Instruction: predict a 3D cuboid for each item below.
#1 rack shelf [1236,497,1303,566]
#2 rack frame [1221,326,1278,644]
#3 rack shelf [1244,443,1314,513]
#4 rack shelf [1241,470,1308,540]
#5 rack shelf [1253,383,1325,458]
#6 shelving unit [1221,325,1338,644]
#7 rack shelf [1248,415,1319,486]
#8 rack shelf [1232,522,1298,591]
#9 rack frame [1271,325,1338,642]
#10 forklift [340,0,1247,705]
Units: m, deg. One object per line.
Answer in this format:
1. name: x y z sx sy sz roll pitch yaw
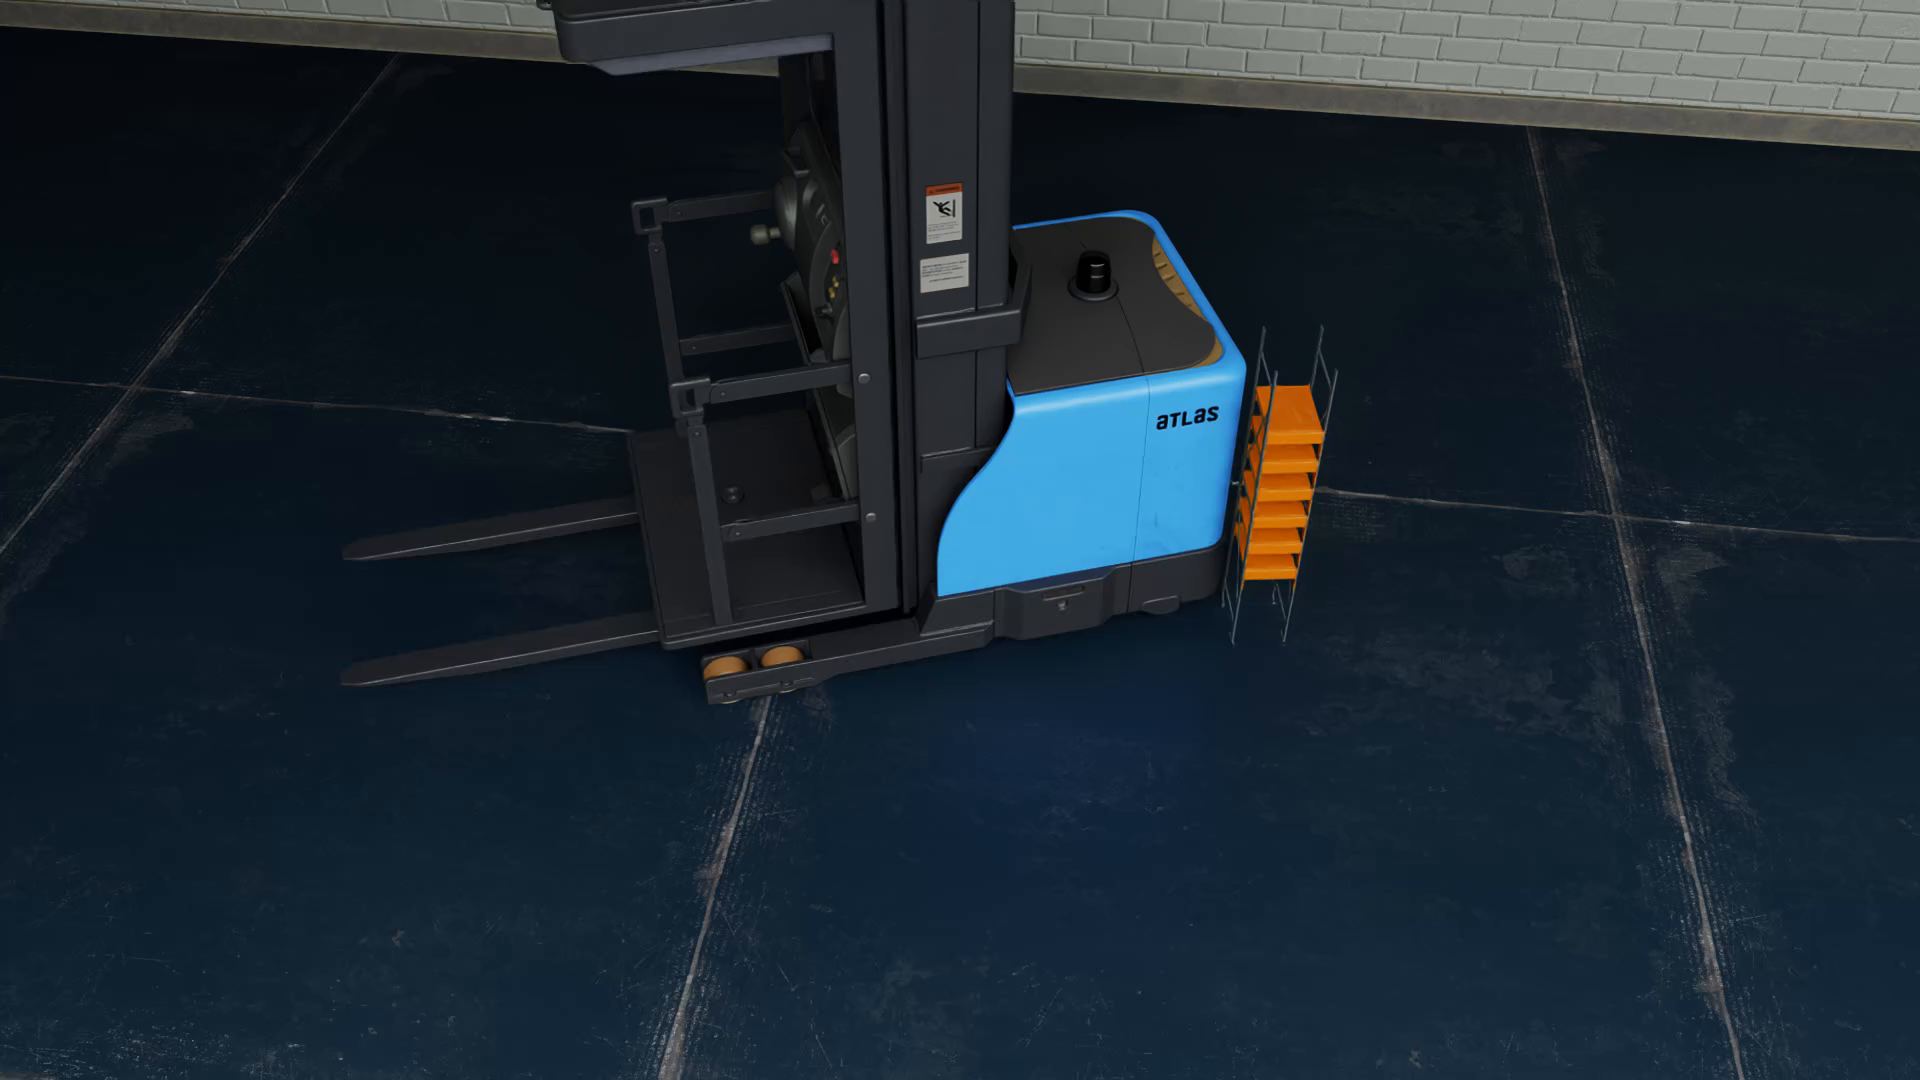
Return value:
1. rack shelf: 1.047 -0.036 5.654 0.180 0.103 0.258 -1 43 -2
2. rack frame: 0.956 -0.153 5.539 0.006 1.200 0.240 -1 43 -2
3. rack shelf: 1.047 -0.210 5.489 0.180 0.103 0.258 -1 43 -2
4. rack shelf: 1.047 -0.123 5.572 0.180 0.103 0.258 -1 43 -2
5. rack shelf: 1.048 -0.384 5.324 0.180 0.103 0.258 -1 43 -2
6. shelving unit: 1.047 -0.155 5.541 0.189 1.200 0.258 -1 43 -2
7. rack shelf: 1.048 -0.297 5.407 0.180 0.103 0.258 -1 43 -2
8. rack shelf: 1.047 0.051 5.737 0.180 0.103 0.258 -1 43 -2
9. rack frame: 1.139 -0.157 5.544 0.006 1.200 0.240 -1 43 -2
10. forklift: -0.640 -0.910 5.080 3.031 2.935 1.130 -10 44 -10
